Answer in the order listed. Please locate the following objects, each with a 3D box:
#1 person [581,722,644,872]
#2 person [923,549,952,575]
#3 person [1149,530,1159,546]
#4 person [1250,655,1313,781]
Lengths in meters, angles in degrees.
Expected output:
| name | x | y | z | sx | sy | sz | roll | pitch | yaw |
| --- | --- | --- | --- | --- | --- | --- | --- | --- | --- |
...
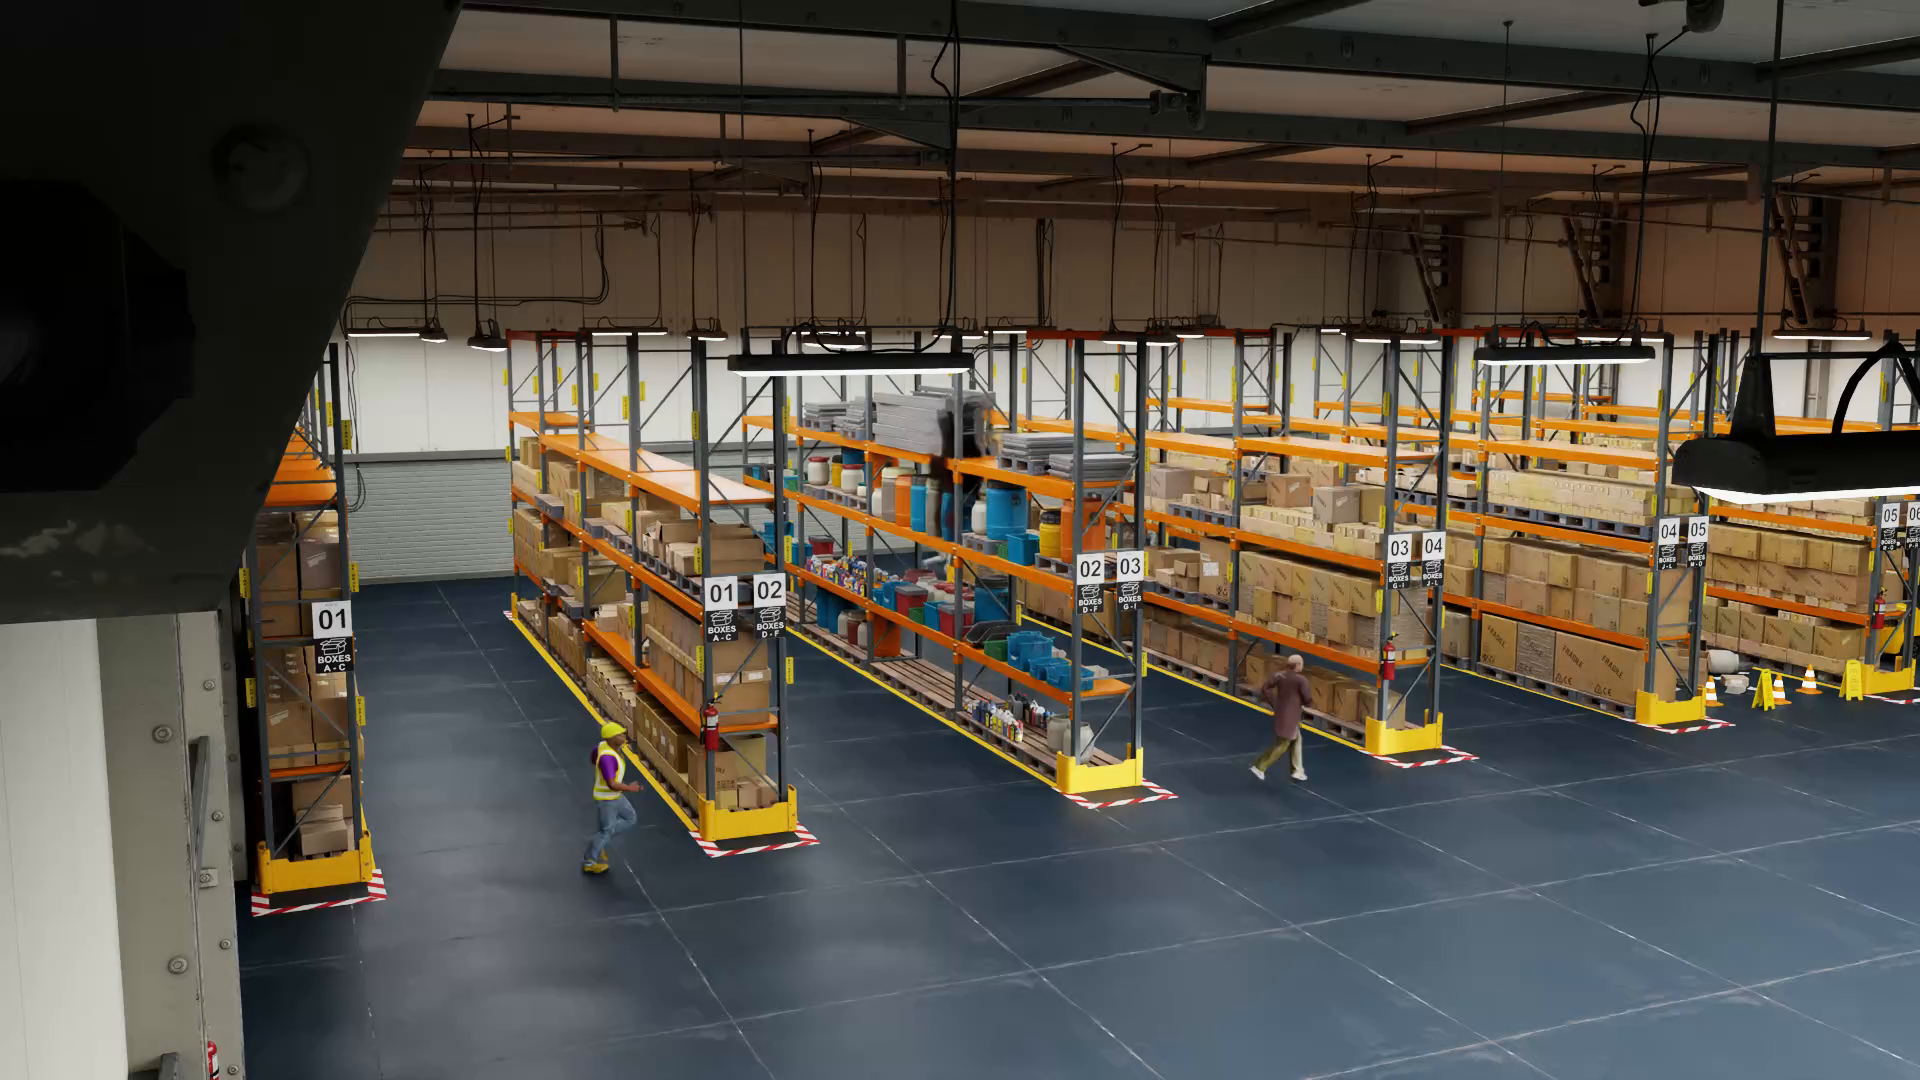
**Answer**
| name | x | y | z | sx | sy | sz | roll | pitch | yaw |
| --- | --- | --- | --- | --- | --- | --- | --- | --- | --- |
| person | -3.971 | 2.904 | 18.969 | 0.731 | 1.704 | 0.728 | -1 | 8 | -7 |
| person | -0.500 | 0.062 | 40.280 | 0.768 | 1.639 | 0.577 | 1 | 8 | 10 |
| person | 4.978 | -0.155 | 41.547 | 0.777 | 1.714 | 0.698 | -3 | 8 | -19 |
| person | 4.346 | 2.431 | 22.355 | 0.910 | 1.761 | 0.656 | -4 | 9 | -24 |
